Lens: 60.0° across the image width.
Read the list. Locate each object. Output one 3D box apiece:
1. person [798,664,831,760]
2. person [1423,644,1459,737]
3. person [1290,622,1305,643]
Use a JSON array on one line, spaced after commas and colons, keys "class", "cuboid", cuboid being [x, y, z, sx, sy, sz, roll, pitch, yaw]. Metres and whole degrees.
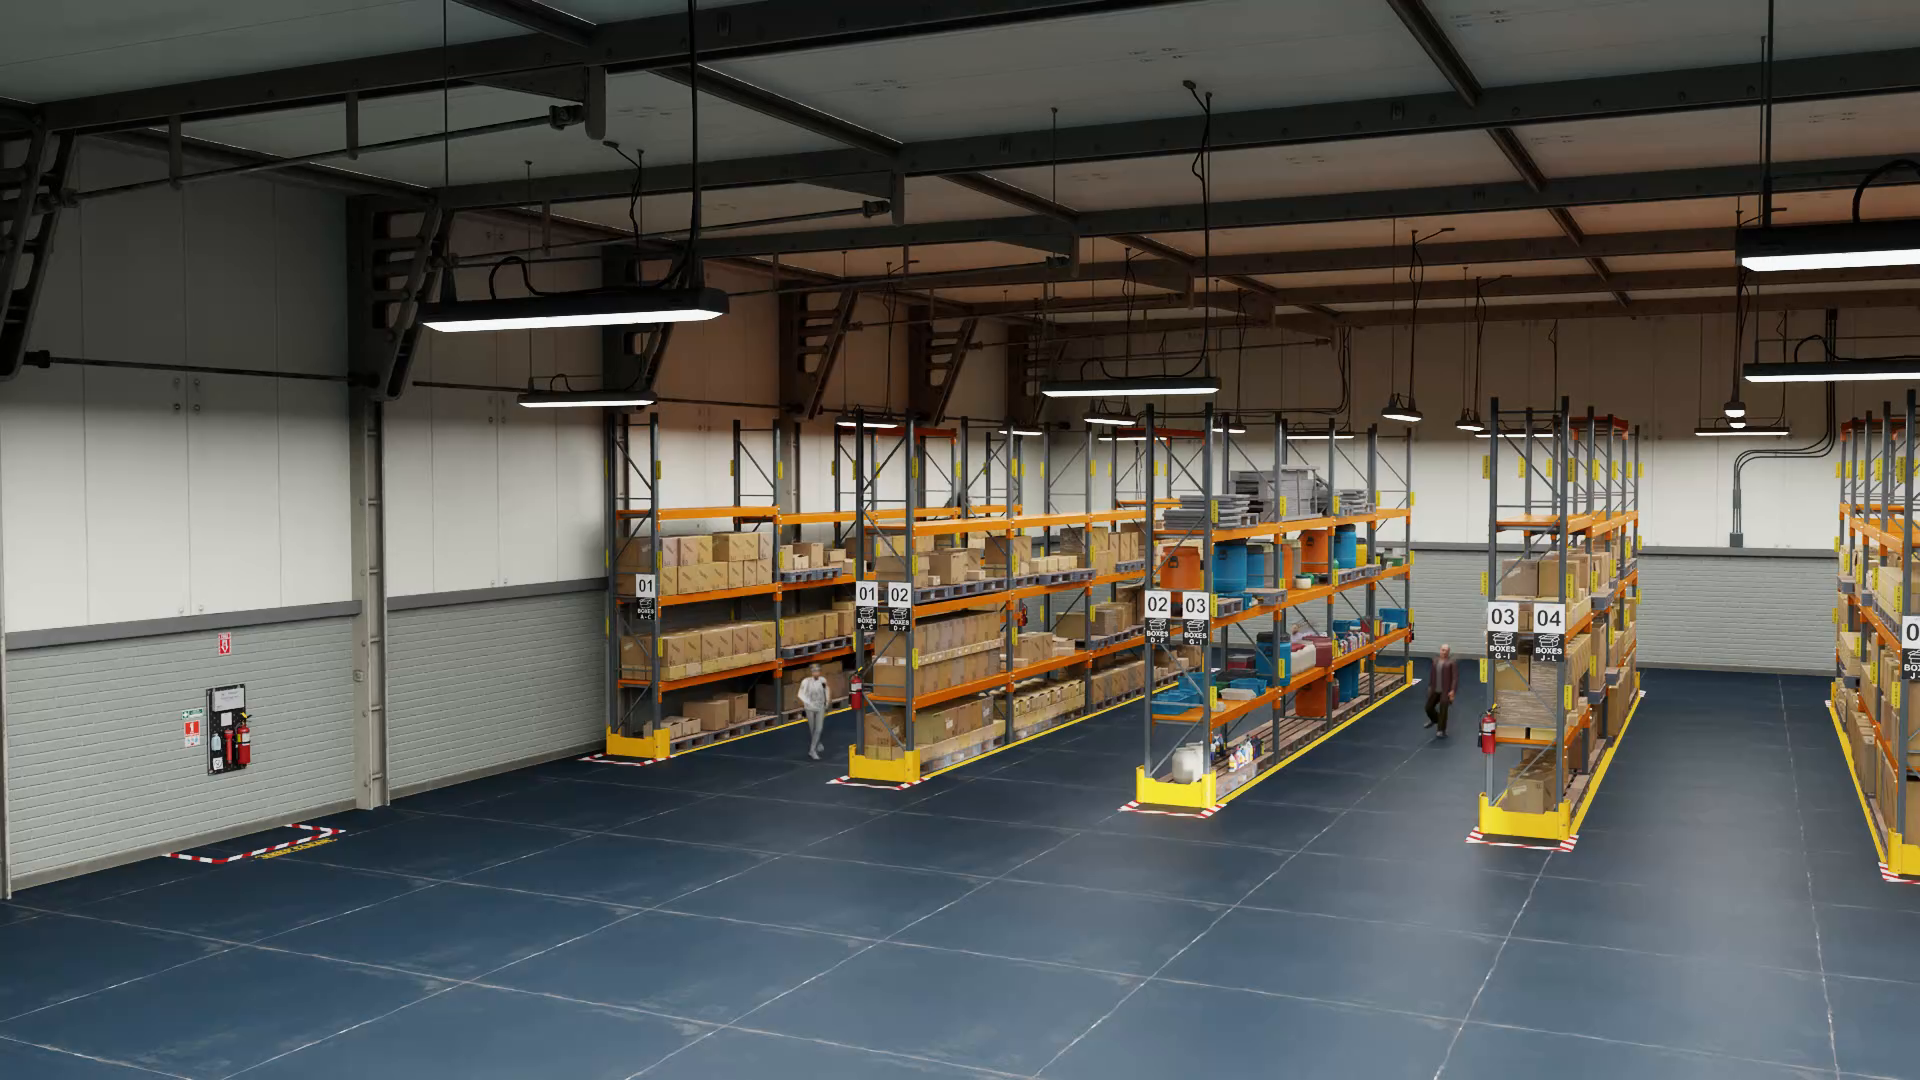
[{"class": "person", "cuboid": [-2.545, 2.957, 29.041, 0.588, 1.664, 0.790, 0, 2, -9]}, {"class": "person", "cuboid": [9.038, 2.814, 31.222, 0.818, 1.735, 0.614, 2, 3, 44]}, {"class": "person", "cuboid": [7.509, 2.632, 37.131, 0.587, 1.595, 0.809, 2, 3, 43]}]
